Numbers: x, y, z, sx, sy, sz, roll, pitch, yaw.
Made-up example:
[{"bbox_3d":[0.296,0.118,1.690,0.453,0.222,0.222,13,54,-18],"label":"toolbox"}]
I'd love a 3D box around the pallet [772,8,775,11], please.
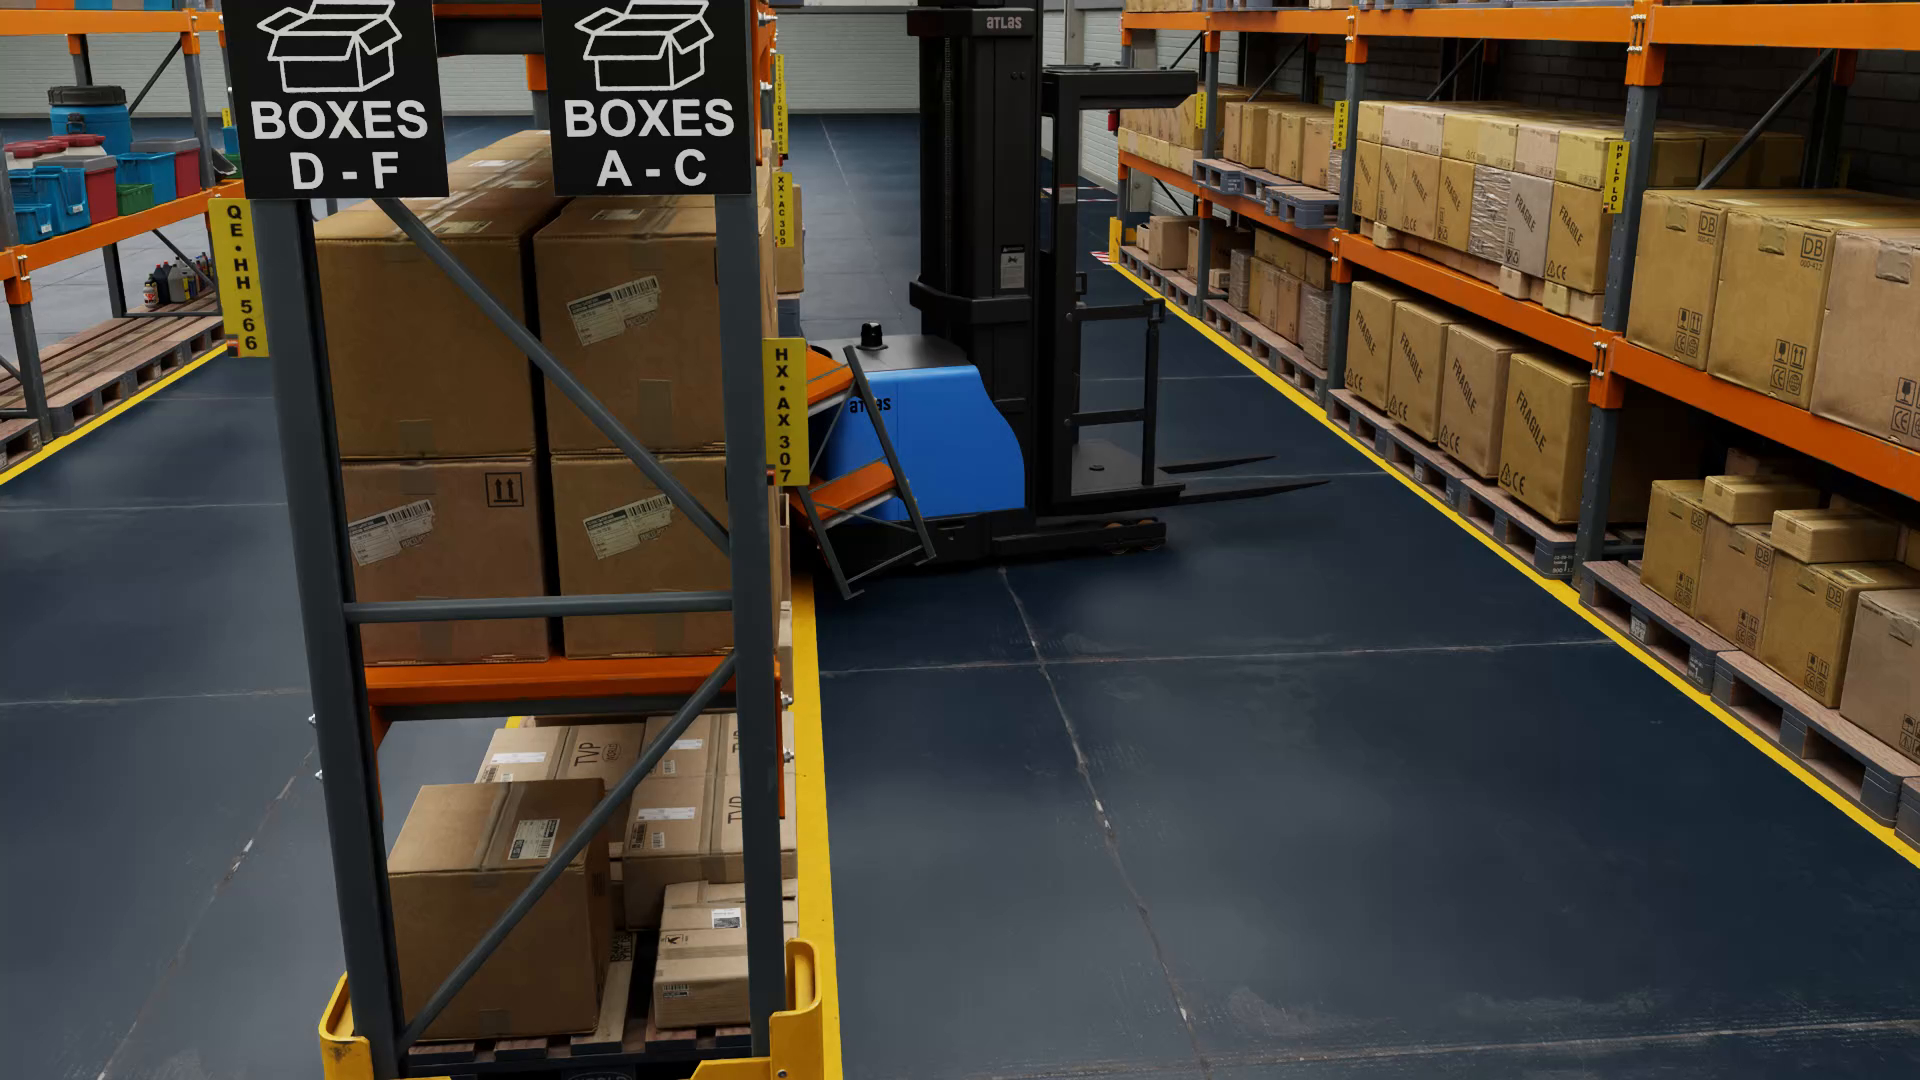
[{"bbox_3d":[-1.904,-3.769,11.482,1.213,0.211,1.003,-1,17,-3],"label":"pallet"}]

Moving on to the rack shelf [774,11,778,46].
[{"bbox_3d":[-2.364,-5.104,16.620,1.077,0.370,4.000,-2,18,-6],"label":"rack shelf"}]

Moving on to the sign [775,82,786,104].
[{"bbox_3d":[-1.618,-3.955,14.965,0.100,0.325,0.005,-2,18,-6],"label":"sign"}]

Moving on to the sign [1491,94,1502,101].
[{"bbox_3d":[3.734,-2.953,11.643,0.100,0.325,0.005,-2,18,-6],"label":"sign"}]

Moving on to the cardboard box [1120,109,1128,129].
[{"bbox_3d":[2.107,-4.910,18.775,0.500,0.500,0.500,-2,18,-6],"label":"cardboard box"}]

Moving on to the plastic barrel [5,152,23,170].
[{"bbox_3d":[-7.034,-2.555,12.122,0.421,0.512,0.421,0,17,0],"label":"plastic barrel"}]

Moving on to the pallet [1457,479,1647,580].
[{"bbox_3d":[3.440,-0.088,9.105,1.003,0.211,1.213,-2,18,-6],"label":"pallet"}]

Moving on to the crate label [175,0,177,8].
[{"bbox_3d":[-7.633,-5.252,16.140,0.502,0.251,0.408,-2,18,-6],"label":"crate label"}]

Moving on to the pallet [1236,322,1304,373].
[{"bbox_3d":[2.980,-1.648,14.073,1.003,0.211,1.213,-2,18,-6],"label":"pallet"}]

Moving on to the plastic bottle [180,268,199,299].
[{"bbox_3d":[-7.313,-2.431,15.725,0.152,0.276,0.135,-2,18,-6],"label":"plastic bottle"}]

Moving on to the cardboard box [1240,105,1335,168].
[{"bbox_3d":[2.839,-3.513,14.456,0.700,0.500,0.500,0,17,0],"label":"cardboard box"}]

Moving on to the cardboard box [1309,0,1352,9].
[{"bbox_3d":[2.839,-3.987,11.976,0.500,0.311,0.500,-2,18,-6],"label":"cardboard box"}]

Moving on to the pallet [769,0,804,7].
[{"bbox_3d":[-1.330,-2.575,7.676,1.213,0.211,1.003,-2,18,-6],"label":"pallet"}]

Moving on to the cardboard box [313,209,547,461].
[{"bbox_3d":[-1.239,-0.494,3.906,0.500,0.500,0.500,-2,18,-6],"label":"cardboard box"}]

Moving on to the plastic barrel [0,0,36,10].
[{"bbox_3d":[-6.541,-3.998,11.060,0.600,0.901,0.600,0,17,0],"label":"plastic barrel"}]

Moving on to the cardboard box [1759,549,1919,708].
[{"bbox_3d":[3.669,0.330,6.590,0.700,0.500,0.500,-1,17,-4],"label":"cardboard box"}]

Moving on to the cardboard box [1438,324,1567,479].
[{"bbox_3d":[3.304,-0.820,9.669,0.750,0.750,0.750,-1,17,-4],"label":"cardboard box"}]

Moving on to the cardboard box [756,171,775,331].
[{"bbox_3d":[-0.811,-0.815,4.929,0.500,0.500,0.500,-2,17,-5],"label":"cardboard box"}]

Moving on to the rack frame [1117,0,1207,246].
[{"bbox_3d":[2.357,-4.766,19.351,1.000,3.000,0.127,-2,18,-6],"label":"rack frame"}]

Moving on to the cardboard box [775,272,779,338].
[{"bbox_3d":[-0.971,-0.790,6.519,0.500,0.500,0.500,-1,17,-4],"label":"cardboard box"}]

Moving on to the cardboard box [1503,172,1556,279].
[{"bbox_3d":[3.234,-1.672,8.797,0.500,0.500,0.500,-2,18,-5],"label":"cardboard box"}]

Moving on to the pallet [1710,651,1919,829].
[{"bbox_3d":[3.724,0.733,6.491,1.003,0.211,1.213,-2,18,-6],"label":"pallet"}]

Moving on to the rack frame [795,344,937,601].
[{"bbox_3d":[-0.531,-0.309,7.865,0.500,1.125,0.032,-26,20,-12],"label":"rack frame"}]

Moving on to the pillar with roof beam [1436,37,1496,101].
[{"bbox_3d":[-0.373,-5.526,11.755,9.100,9.000,0.400,-2,18,-6],"label":"pillar with roof beam"}]

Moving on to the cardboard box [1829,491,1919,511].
[{"bbox_3d":[3.837,-0.096,6.865,0.380,0.149,0.250,-2,18,-7],"label":"cardboard box"}]

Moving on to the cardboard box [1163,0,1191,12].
[{"bbox_3d":[2.337,-5.521,16.546,0.500,0.500,0.500,-2,18,-8],"label":"cardboard box"}]

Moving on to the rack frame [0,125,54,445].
[{"bbox_3d":[-6.672,-2.077,10.784,1.000,3.000,0.127,-2,18,-6],"label":"rack frame"}]

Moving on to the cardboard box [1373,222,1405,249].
[{"bbox_3d":[2.946,-2.010,10.958,0.380,0.149,0.250,-1,17,-4],"label":"cardboard box"}]

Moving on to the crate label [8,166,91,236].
[{"bbox_3d":[-6.505,-2.398,11.748,0.502,0.435,0.616,-2,18,-6],"label":"crate label"}]

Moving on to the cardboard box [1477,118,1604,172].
[{"bbox_3d":[3.196,-2.184,9.176,0.500,0.250,0.500,-1,17,-5],"label":"cardboard box"}]

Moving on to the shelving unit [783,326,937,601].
[{"bbox_3d":[-0.700,-0.422,8.331,0.538,1.125,1.048,-26,20,-12],"label":"shelving unit"}]

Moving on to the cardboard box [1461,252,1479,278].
[{"bbox_3d":[3.175,-1.632,9.753,0.380,0.149,0.250,-1,17,-4],"label":"cardboard box"}]

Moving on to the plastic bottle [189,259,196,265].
[{"bbox_3d":[-7.553,-2.626,16.355,0.097,0.271,0.097,0,17,0],"label":"plastic bottle"}]

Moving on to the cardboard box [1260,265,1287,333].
[{"bbox_3d":[2.978,-2.067,14.193,0.700,0.500,0.500,-2,17,-5],"label":"cardboard box"}]

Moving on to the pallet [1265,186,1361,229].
[{"bbox_3d":[3.003,-2.500,12.453,1.213,0.211,1.003,-2,18,-6],"label":"pallet"}]

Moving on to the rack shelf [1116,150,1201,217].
[{"bbox_3d":[2.563,-3.827,17.560,1.077,0.370,4.000,-2,18,-6],"label":"rack shelf"}]

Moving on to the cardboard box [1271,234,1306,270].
[{"bbox_3d":[2.968,-2.445,14.143,0.500,0.250,0.500,-2,18,-7],"label":"cardboard box"}]

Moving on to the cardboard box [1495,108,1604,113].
[{"bbox_3d":[3.586,-2.505,10.200,0.500,0.250,0.500,-2,18,-7],"label":"cardboard box"}]

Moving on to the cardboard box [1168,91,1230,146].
[{"bbox_3d":[2.356,-4.150,16.353,0.500,0.500,0.500,-2,18,-6],"label":"cardboard box"}]

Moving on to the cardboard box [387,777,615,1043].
[{"bbox_3d":[-1.221,0.983,4.476,0.500,0.500,0.500,-2,18,-6],"label":"cardboard box"}]

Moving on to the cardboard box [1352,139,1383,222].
[{"bbox_3d":[2.978,-2.429,11.210,0.500,0.500,0.500,-1,17,-4],"label":"cardboard box"}]

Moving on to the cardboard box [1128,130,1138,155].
[{"bbox_3d":[2.159,-4.395,18.384,0.500,0.250,0.500,-2,18,-7],"label":"cardboard box"}]

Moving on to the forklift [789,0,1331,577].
[{"bbox_3d":[0.588,-1.463,8.943,3.031,2.935,1.130,-6,18,-19],"label":"forklift"}]

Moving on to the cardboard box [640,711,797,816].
[{"bbox_3d":[-0.797,0.788,5.515,0.500,0.250,0.500,-2,18,-6],"label":"cardboard box"}]

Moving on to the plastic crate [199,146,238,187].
[{"bbox_3d":[-7.012,-3.399,15.098,0.767,0.338,0.504,-2,18,-6],"label":"plastic crate"}]

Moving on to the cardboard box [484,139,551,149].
[{"bbox_3d":[-1.510,-1.259,6.343,0.500,0.500,0.500,-2,18,-7],"label":"cardboard box"}]

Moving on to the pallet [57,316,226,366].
[{"bbox_3d":[-6.965,-1.705,14.256,1.003,0.211,1.213,-2,18,-6],"label":"pallet"}]

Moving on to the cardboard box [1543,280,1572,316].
[{"bbox_3d":[3.229,-1.247,8.527,0.380,0.149,0.250,-1,17,-5],"label":"cardboard box"}]

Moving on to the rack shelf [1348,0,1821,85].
[{"bbox_3d":[3.389,-2.875,9.519,1.077,0.370,4.000,-2,18,-6],"label":"rack shelf"}]

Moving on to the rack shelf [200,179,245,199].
[{"bbox_3d":[-7.291,-3.521,16.586,1.077,0.370,4.000,-2,18,-6],"label":"rack shelf"}]

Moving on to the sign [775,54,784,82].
[{"bbox_3d":[-2.029,-5.290,18.691,0.100,0.325,0.005,-2,18,-6],"label":"sign"}]

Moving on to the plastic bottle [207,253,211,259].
[{"bbox_3d":[-7.620,-2.818,16.967,0.097,0.271,0.097,0,17,0],"label":"plastic bottle"}]

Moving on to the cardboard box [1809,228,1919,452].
[{"bbox_3d":[3.789,-0.738,6.019,0.980,0.700,0.700,-3,18,-8],"label":"cardboard box"}]

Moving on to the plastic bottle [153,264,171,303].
[{"bbox_3d":[-7.438,-2.397,15.493,0.144,0.351,0.185,-2,18,-7],"label":"plastic bottle"}]

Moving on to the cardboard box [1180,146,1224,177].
[{"bbox_3d":[2.419,-3.644,15.994,0.500,0.250,0.500,-2,18,-6],"label":"cardboard box"}]

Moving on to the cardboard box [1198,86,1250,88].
[{"bbox_3d":[2.769,-4.474,17.385,0.500,0.500,0.500,-2,17,-5],"label":"cardboard box"}]
